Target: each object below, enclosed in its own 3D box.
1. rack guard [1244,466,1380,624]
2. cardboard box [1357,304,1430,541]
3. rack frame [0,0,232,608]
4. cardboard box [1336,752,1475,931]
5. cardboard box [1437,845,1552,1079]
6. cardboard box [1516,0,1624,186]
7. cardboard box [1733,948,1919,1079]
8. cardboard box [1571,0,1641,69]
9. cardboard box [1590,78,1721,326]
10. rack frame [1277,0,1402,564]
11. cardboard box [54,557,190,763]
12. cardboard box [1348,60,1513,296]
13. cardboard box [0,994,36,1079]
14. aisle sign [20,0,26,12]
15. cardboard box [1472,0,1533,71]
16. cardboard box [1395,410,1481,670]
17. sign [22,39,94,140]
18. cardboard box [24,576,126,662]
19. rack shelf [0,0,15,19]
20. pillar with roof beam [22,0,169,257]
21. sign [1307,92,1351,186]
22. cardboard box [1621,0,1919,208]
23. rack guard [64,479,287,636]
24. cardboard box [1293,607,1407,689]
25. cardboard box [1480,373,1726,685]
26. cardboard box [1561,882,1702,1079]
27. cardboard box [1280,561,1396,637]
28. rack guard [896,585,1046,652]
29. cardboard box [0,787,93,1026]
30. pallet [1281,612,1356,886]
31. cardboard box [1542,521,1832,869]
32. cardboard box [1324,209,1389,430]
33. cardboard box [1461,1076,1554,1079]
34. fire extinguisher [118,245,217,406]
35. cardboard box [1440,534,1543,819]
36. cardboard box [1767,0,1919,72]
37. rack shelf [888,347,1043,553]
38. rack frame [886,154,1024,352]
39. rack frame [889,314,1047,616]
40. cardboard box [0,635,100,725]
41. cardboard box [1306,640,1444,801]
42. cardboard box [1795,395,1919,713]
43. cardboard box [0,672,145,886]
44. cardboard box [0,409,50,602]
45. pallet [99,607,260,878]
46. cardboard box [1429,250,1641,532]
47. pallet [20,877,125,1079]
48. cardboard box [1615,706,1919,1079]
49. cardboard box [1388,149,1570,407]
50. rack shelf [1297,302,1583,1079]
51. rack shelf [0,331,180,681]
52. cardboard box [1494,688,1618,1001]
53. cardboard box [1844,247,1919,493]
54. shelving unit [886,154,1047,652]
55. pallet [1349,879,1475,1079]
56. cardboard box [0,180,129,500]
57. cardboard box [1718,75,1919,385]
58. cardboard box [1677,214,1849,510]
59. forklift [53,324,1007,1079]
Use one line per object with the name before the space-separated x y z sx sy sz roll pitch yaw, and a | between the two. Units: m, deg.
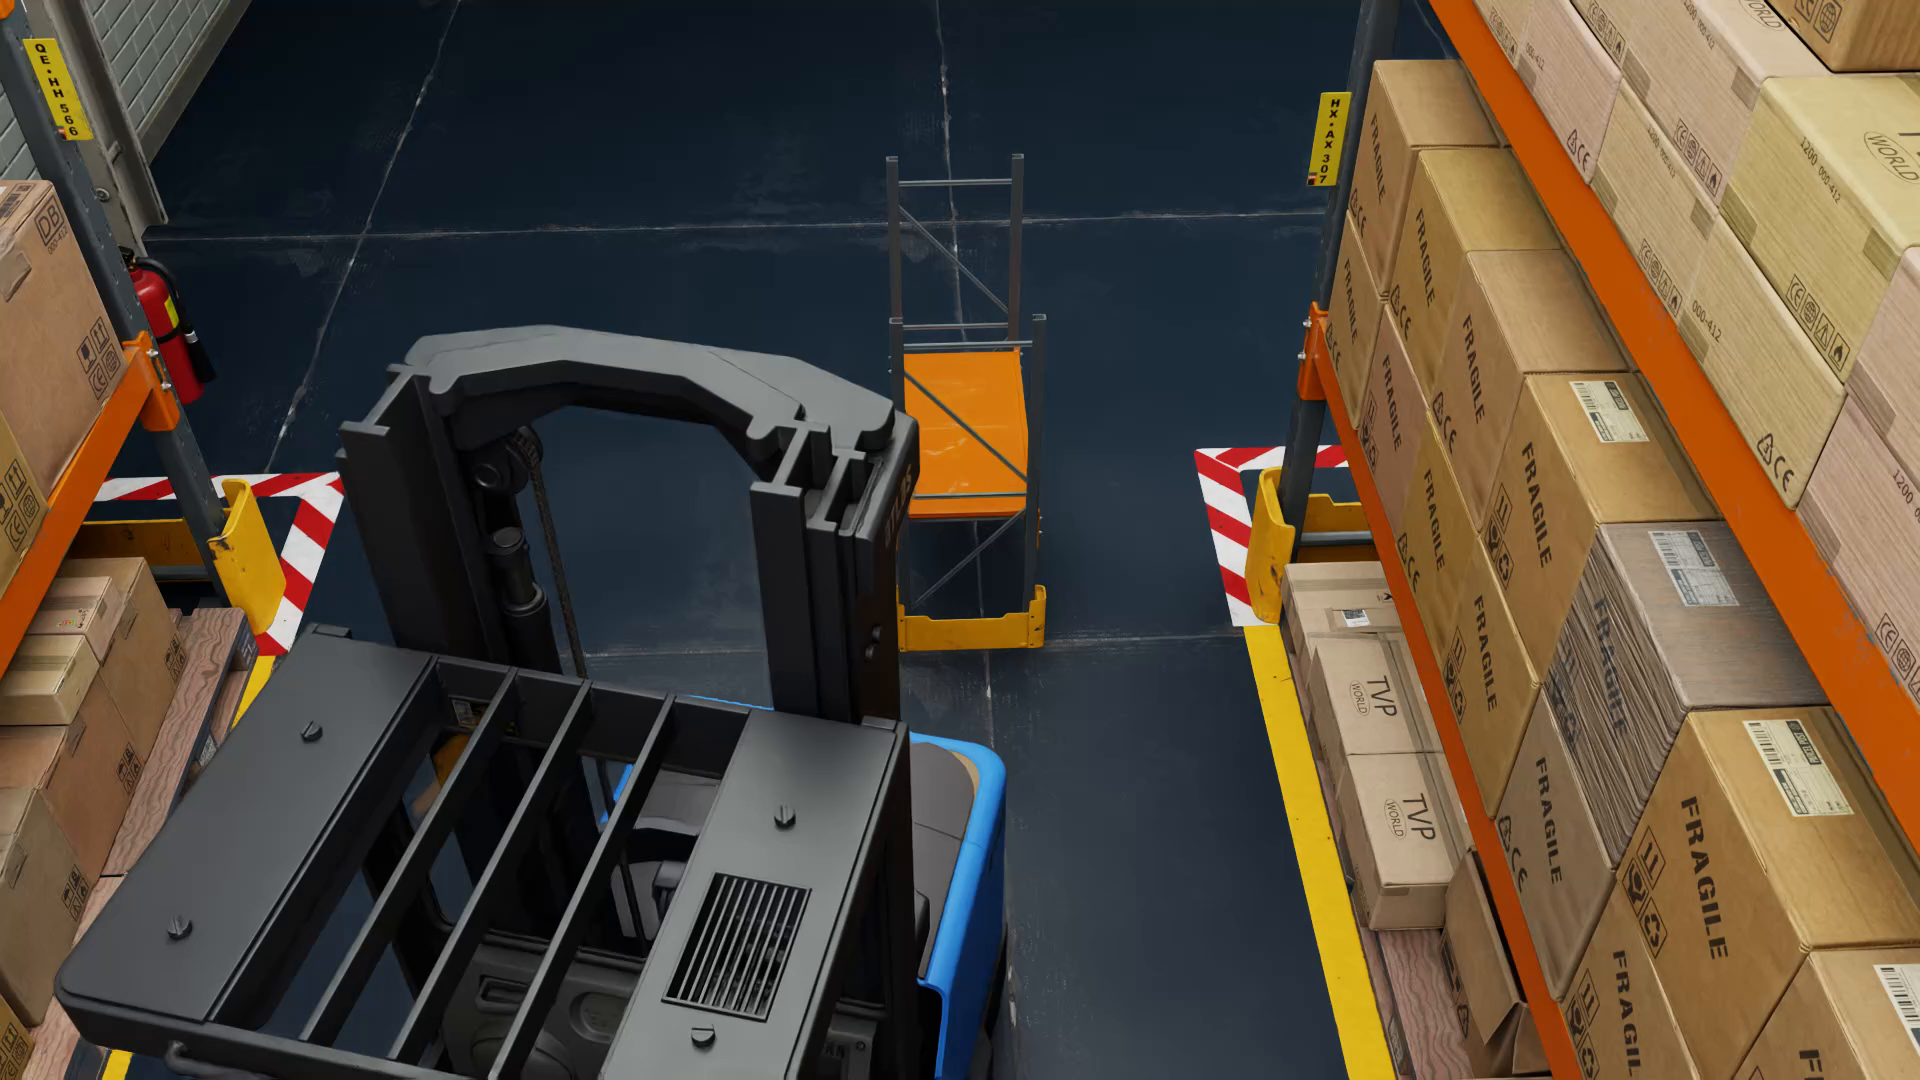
rack guard | 1.718 0.008 6.372 1.175 0.500 0.348 -2 43 -2
cardboard box | 1.497 -0.347 4.834 0.500 0.500 0.500 -2 43 -2
rack frame | -3.234 -0.820 5.425 1.000 3.000 0.127 -2 43 -2
cardboard box | 1.497 0.937 5.218 0.500 0.250 0.500 -2 43 -2
cardboard box | 1.800 1.225 4.715 0.797 0.503 0.637 -2 43 -2
cardboard box | 1.514 -0.986 3.497 0.500 0.250 0.500 -2 43 -2
cardboard box | 1.605 0.996 2.630 0.500 0.500 0.500 -1 43 -2
cardboard box | 1.518 -1.171 3.328 0.500 0.250 0.500 -2 43 -2
cardboard box | 1.541 -0.649 3.129 0.500 0.250 0.500 -2 43 -2
rack frame | 1.715 -0.965 5.583 1.000 3.000 0.127 -2 43 -2
cardboard box | -3.105 0.416 5.616 0.700 0.500 0.500 -2 43 -2
cardboard box | 1.470 -1.063 4.876 0.500 0.500 0.500 0 43 0
cardboard box | -3.031 1.453 4.484 0.700 0.500 0.500 -1 43 -1
aisle sign | -2.938 -1.836 4.609 0.394 0.787 0.004 -2 43 -2
cardboard box | 1.491 -1.324 3.865 0.500 0.250 0.500 -2 43 -2
cardboard box | 1.516 -0.008 4.465 0.500 0.500 0.500 -2 43 -2
sign | -2.692 -1.341 4.961 0.100 0.325 0.005 -2 43 -2
cardboard box | -2.917 0.258 5.307 0.380 0.149 0.250 -2 43 -2
rack shelf | -3.149 -0.311 3.182 1.077 0.370 4.000 -2 43 -2
pillar with roof beam | 0.088 -4.953 5.494 9.100 9.000 0.400 -2 43 -2
sign | 1.173 -1.269 5.273 0.100 0.325 0.005 -2 43 -2
cardboard box | 1.535 -0.833 2.960 0.500 0.250 0.500 -2 43 -2
rack guard | -3.235 0.085 6.288 1.175 0.500 0.348 -2 43 -2
cardboard box | 1.400 0.378 5.888 0.380 0.166 0.250 -2 43 -2
cardboard box | 1.539 -0.030 3.749 0.500 0.500 0.500 -2 43 -2
cardboard box | 1.584 1.020 3.343 0.500 0.500 0.500 -1 43 -1
cardboard box | 1.389 0.216 6.079 0.380 0.149 0.250 -2 43 -2
rack guard | 0.024 0.296 6.243 0.587 0.250 0.087 -2 43 -2
cardboard box | -3.061 1.093 4.877 0.700 0.500 0.500 -3 43 -3
pallet | 1.753 0.652 5.882 1.003 0.211 1.213 -2 43 -2
cardboard box | 1.559 0.310 3.378 0.500 0.500 0.500 -1 43 -1
cardboard box | 1.470 -0.695 5.214 0.500 0.500 0.500 -1 43 -1
cardboard box | 1.545 1.681 4.360 0.500 0.311 0.500 -2 43 -2
fire extinguisher | -2.780 -0.770 5.703 0.296 0.674 0.183 -2 43 -2
cardboard box | 1.535 0.330 4.096 0.500 0.500 0.500 -1 43 -1
cardboard box | 1.746 -1.115 2.713 0.700 0.500 0.500 -2 43 -2
rack shelf | 0.004 -0.363 6.302 0.538 0.185 1.000 -2 43 -2
rack frame | -0.018 -0.838 6.555 0.500 1.500 0.032 -2 43 -2
rack frame | 0.025 -0.152 5.806 0.500 1.500 0.032 -2 43 -2
cardboard box | -2.906 0.431 5.119 0.380 0.149 0.250 -1 43 -1
cardboard box | 1.476 0.599 5.586 0.500 0.250 0.500 -2 43 -2
cardboard box | 1.588 0.026 2.393 0.500 0.250 0.500 -2 43 -2
cardboard box | -3.083 0.754 5.247 0.700 0.500 0.500 -2 43 -2
cardboard box | -3.161 -0.096 4.413 0.980 0.700 0.700 -2 43 -2
pallet | -3.122 0.745 5.781 1.003 0.211 1.213 -2 43 -2
cardboard box | 1.516 -0.373 4.123 0.500 0.500 0.500 -1 43 -1
pallet | -3.073 1.567 4.885 1.003 0.211 1.213 -2 43 -2
cardboard box | 1.580 0.650 3.007 0.500 0.500 0.500 -2 43 -3
cardboard box | 1.500 -0.711 4.492 0.500 0.500 0.500 -1 43 -1
rack shelf | 1.800 0.650 4.353 1.077 0.370 4.000 -2 43 -2
rack shelf | -3.149 0.795 4.195 1.077 0.370 4.000 -2 43 -2
cardboard box | 1.560 0.674 3.721 0.500 0.500 0.500 -1 43 -1
cardboard box | 1.575 -0.158 2.223 0.500 0.250 0.500 -2 43 -2
shelving unit | 0.003 -0.501 6.187 0.587 1.500 1.083 -2 43 -2
pallet | 1.802 1.474 4.986 1.003 0.211 1.213 -2 43 -2
cardboard box | -3.203 -0.587 4.949 0.980 0.700 0.700 0 43 0
cardboard box | 1.556 -0.495 2.592 0.500 0.250 0.500 -2 43 -2
cardboard box | 1.558 -0.311 2.761 0.500 0.250 0.500 -2 43 -2
forklift | -0.678 1.180 3.293 1.130 2.935 3.031 9 43 9
